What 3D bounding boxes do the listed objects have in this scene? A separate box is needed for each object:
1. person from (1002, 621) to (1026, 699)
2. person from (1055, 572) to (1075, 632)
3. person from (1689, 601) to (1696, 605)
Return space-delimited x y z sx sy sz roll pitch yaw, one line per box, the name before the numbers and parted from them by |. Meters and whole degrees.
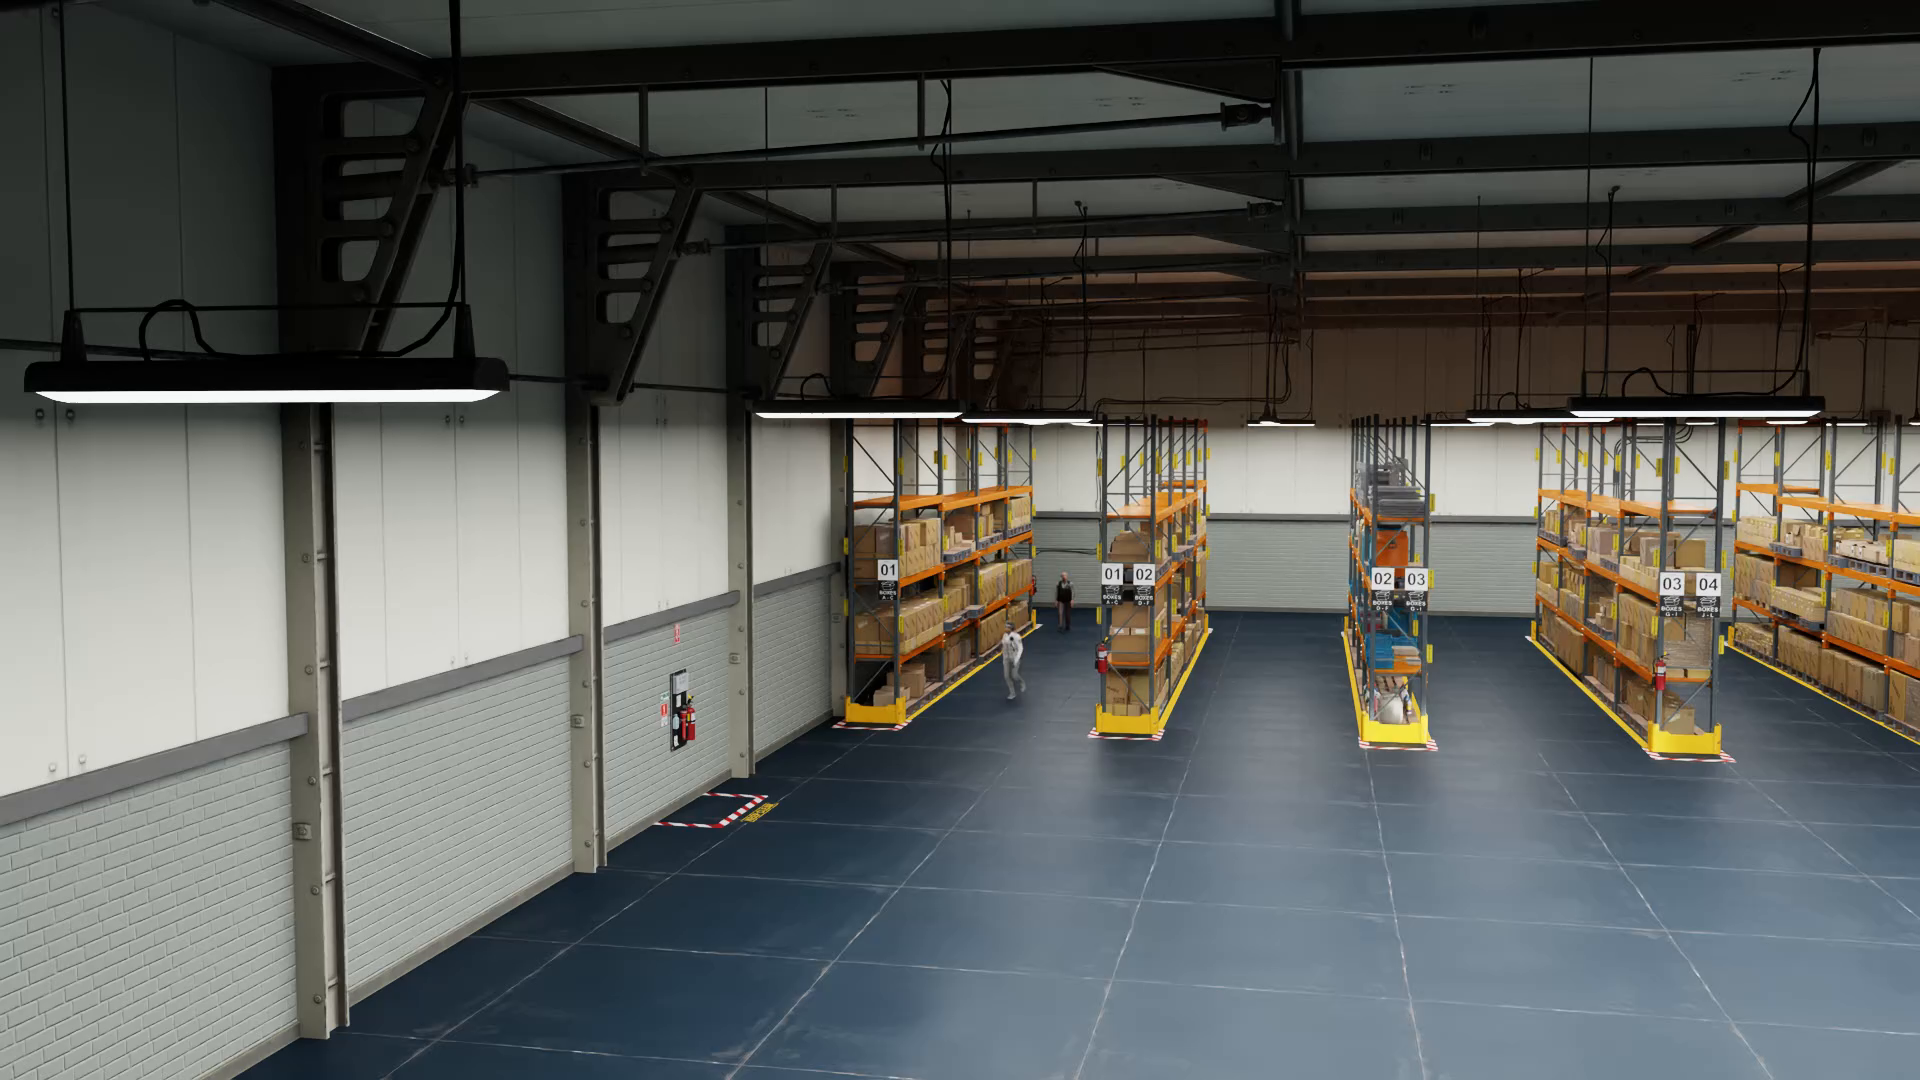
person | 1.136 2.543 35.547 0.549 1.646 0.558 3 5 34
person | 2.967 1.748 47.030 0.578 1.659 1.074 1 4 7
person | 20.034 1.827 45.093 1.076 1.715 0.616 -4 5 -43
